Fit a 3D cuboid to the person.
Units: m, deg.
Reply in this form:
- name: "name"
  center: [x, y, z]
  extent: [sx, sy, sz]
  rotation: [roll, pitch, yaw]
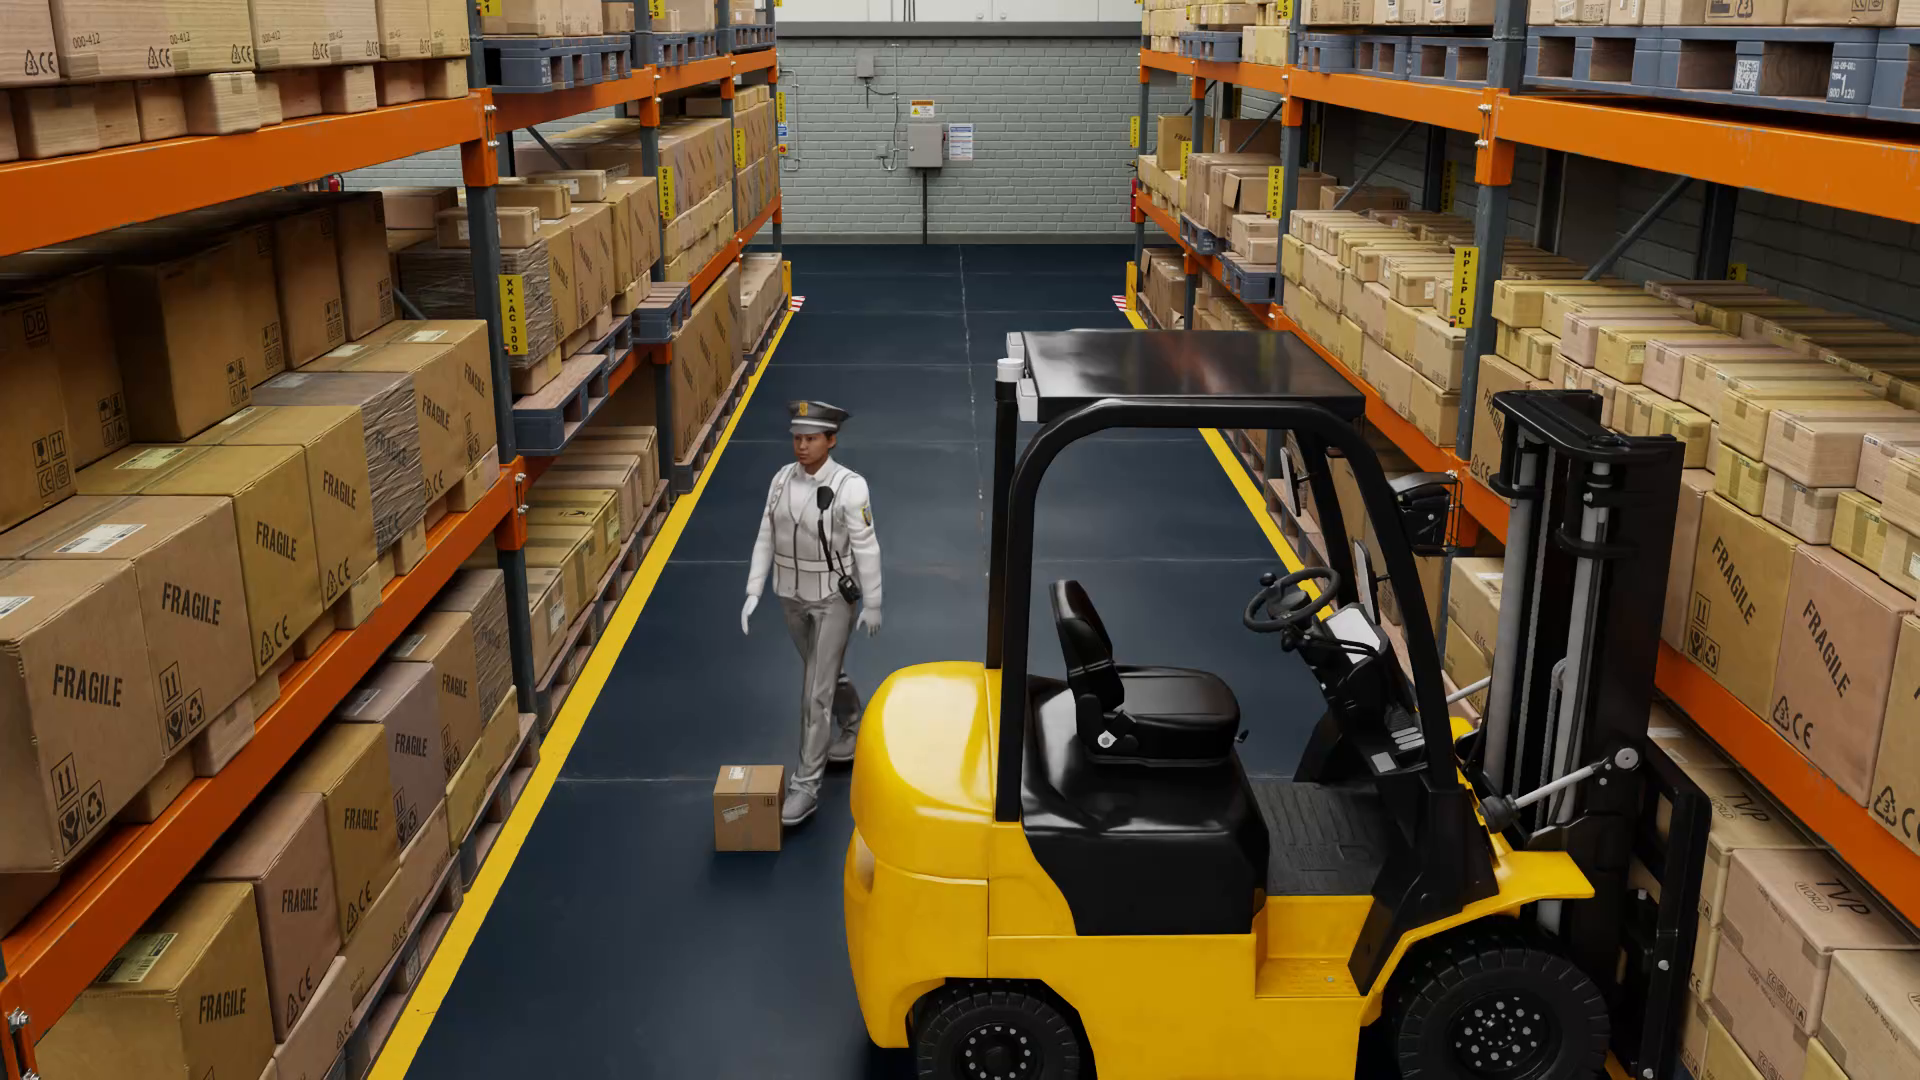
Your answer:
- name: "person"
  center: [-0.617, 0.239, 6.731]
  extent: [0.516, 1.639, 0.916]
  rotation: [11, 20, 31]
